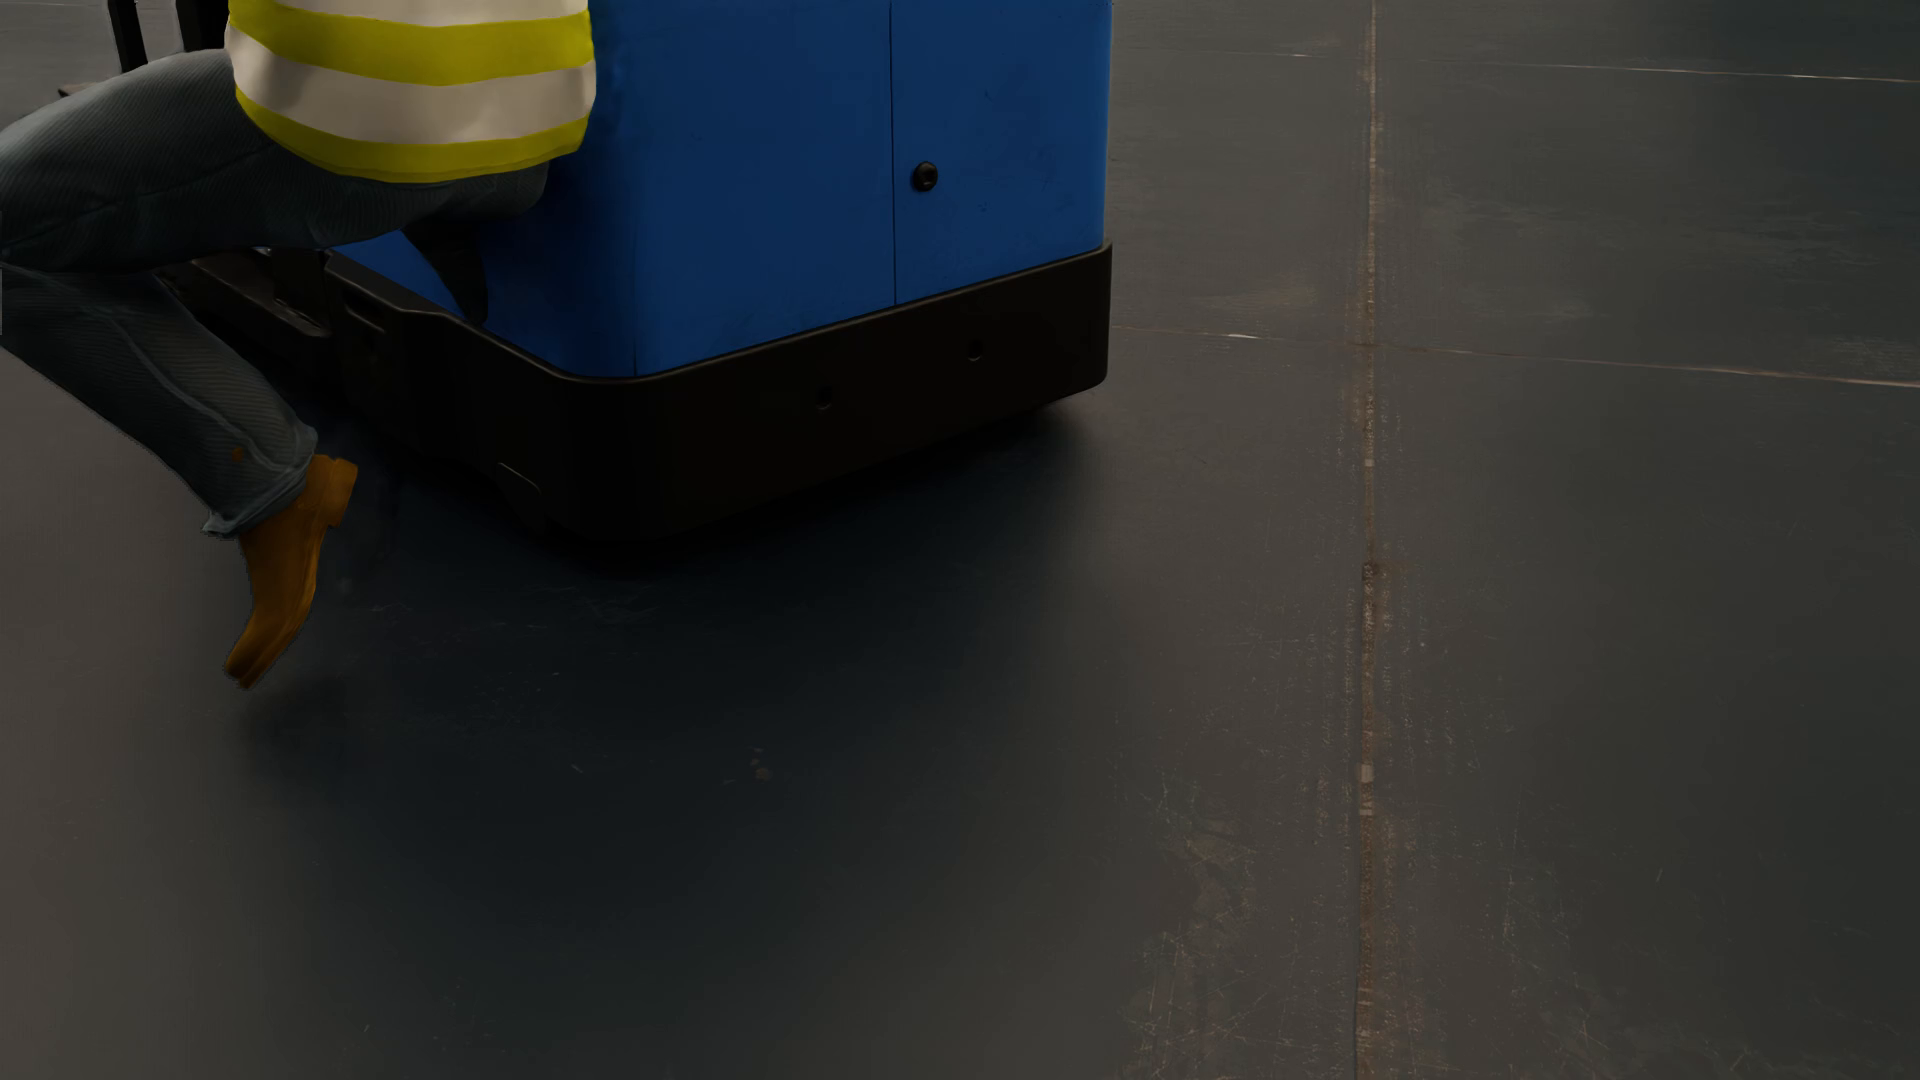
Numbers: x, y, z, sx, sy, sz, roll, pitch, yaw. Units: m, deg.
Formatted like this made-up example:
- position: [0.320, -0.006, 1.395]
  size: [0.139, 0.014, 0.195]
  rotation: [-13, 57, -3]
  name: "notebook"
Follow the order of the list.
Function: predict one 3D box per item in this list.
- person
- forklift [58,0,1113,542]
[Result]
- position: [-0.797, -0.628, 1.999]
  size: [0.791, 1.525, 1.007]
  rotation: [15, 31, 28]
  name: "person"
- position: [-1.098, -1.886, 2.985]
  size: [1.130, 2.935, 3.031]
  rotation: [-22, 34, -36]
  name: "forklift"
